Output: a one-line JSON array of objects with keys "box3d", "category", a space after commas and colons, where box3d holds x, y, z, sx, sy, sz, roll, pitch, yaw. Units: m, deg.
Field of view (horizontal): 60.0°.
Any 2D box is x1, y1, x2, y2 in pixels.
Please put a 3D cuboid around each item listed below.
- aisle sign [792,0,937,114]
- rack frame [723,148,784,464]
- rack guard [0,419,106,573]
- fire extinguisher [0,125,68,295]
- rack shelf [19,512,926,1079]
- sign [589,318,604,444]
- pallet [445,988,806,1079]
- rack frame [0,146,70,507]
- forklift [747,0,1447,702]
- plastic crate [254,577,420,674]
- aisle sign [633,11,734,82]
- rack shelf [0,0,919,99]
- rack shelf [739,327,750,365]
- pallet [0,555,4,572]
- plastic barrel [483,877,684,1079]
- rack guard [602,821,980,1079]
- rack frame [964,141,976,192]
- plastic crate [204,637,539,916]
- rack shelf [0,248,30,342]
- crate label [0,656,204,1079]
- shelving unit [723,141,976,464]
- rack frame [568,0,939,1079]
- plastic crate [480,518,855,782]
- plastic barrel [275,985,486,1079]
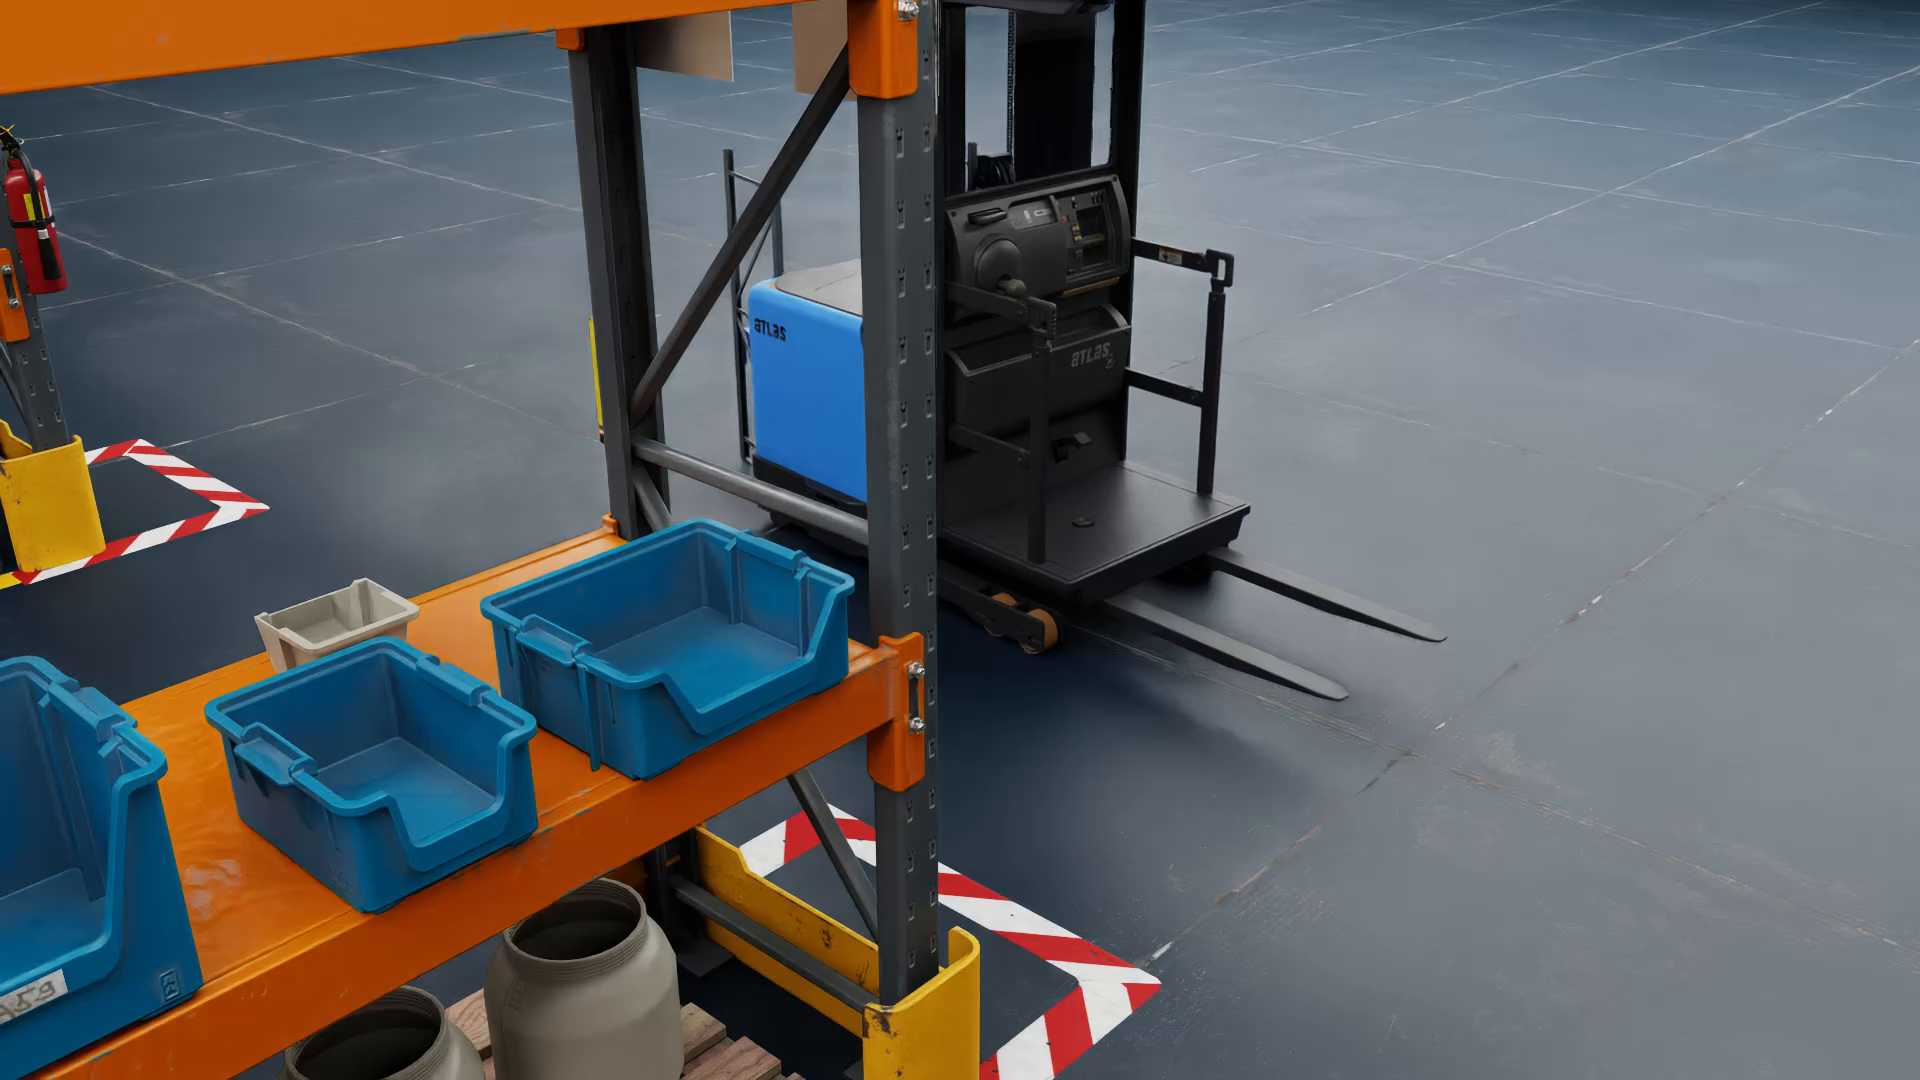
[{"box3d": [-0.192, -1.230, 3.150, 0.394, 0.787, 0.004, 20, 31, 38], "category": "aisle sign"}, {"box3d": [-0.927, -1.007, 7.663, 0.032, 1.500, 0.500, -15, 28, -30], "category": "rack frame"}, {"box3d": [-4.200, -0.292, 7.290, 1.175, 0.500, 0.348, 20, 31, 38], "category": "rack guard"}, {"box3d": [-3.730, -1.329, 6.643, 0.296, 0.674, 0.183, 20, 31, 38], "category": "fire extinguisher"}, {"box3d": [-1.796, 0.834, 2.602, 1.077, 0.370, 4.000, 20, 31, 38], "category": "rack shelf"}, {"box3d": [-0.868, -0.381, 4.095, 0.100, 0.325, 0.005, 20, 31, 38], "category": "sign"}, {"box3d": [-1.023, 1.451, 3.755, 1.003, 0.211, 1.213, 20, 31, 38], "category": "pallet"}, {"box3d": [-4.149, -1.456, 6.830, 1.000, 3.000, 0.127, 20, 31, 38], "category": "rack frame"}, {"box3d": [0.459, -1.144, 6.220, 1.130, 2.935, 3.031, -21, 32, -39], "category": "forklift"}, {"box3d": [-1.298, 0.202, 3.456, 0.298, 0.136, 0.250, 20, 31, 38], "category": "plastic crate"}, {"box3d": [-0.631, -1.391, 3.509, 0.394, 0.787, 0.004, 20, 31, 38], "category": "aisle sign"}, {"box3d": [-1.796, -0.534, 1.988, 1.077, 0.370, 4.000, 20, 31, 38], "category": "rack shelf"}, {"box3d": [-0.502, -0.957, 7.990, 1.000, 0.185, 0.538, -15, 28, -30], "category": "rack shelf"}, {"box3d": [-4.768, 0.078, 6.818, 1.003, 0.211, 1.213, 20, 31, 38], "category": "pallet"}, {"box3d": [-0.843, 1.062, 3.743, 0.421, 0.512, 0.421, 0, 24, 0], "category": "plastic barrel"}, {"box3d": [-0.476, 1.073, 4.245, 1.175, 0.500, 0.348, 20, 31, 38], "category": "rack guard"}, {"box3d": [-0.076, -1.235, 8.170, 0.032, 1.500, 0.500, -15, 28, -30], "category": "rack frame"}, {"box3d": [-1.010, 0.395, 2.884, 0.499, 0.251, 0.408, 20, 31, 38], "category": "plastic crate"}, {"box3d": [-5.484, -0.518, 5.618, 1.077, 0.370, 4.000, 20, 31, 38], "category": "rack shelf"}, {"box3d": [-1.488, 0.515, 2.391, 0.502, 0.435, 0.616, 20, 31, 38], "category": "crate label"}, {"box3d": [-0.502, -1.121, 7.917, 1.048, 1.500, 0.538, -15, 28, -30], "category": "shelving unit"}, {"box3d": [-0.461, -0.103, 3.814, 1.000, 3.000, 0.127, 20, 31, 38], "category": "rack frame"}, {"box3d": [-0.572, 0.199, 3.322, 0.499, 0.251, 0.616, 20, 31, 38], "category": "plastic crate"}, {"box3d": [-1.178, 1.215, 3.402, 0.421, 0.512, 0.421, 0, 24, 0], "category": "plastic barrel"}]
